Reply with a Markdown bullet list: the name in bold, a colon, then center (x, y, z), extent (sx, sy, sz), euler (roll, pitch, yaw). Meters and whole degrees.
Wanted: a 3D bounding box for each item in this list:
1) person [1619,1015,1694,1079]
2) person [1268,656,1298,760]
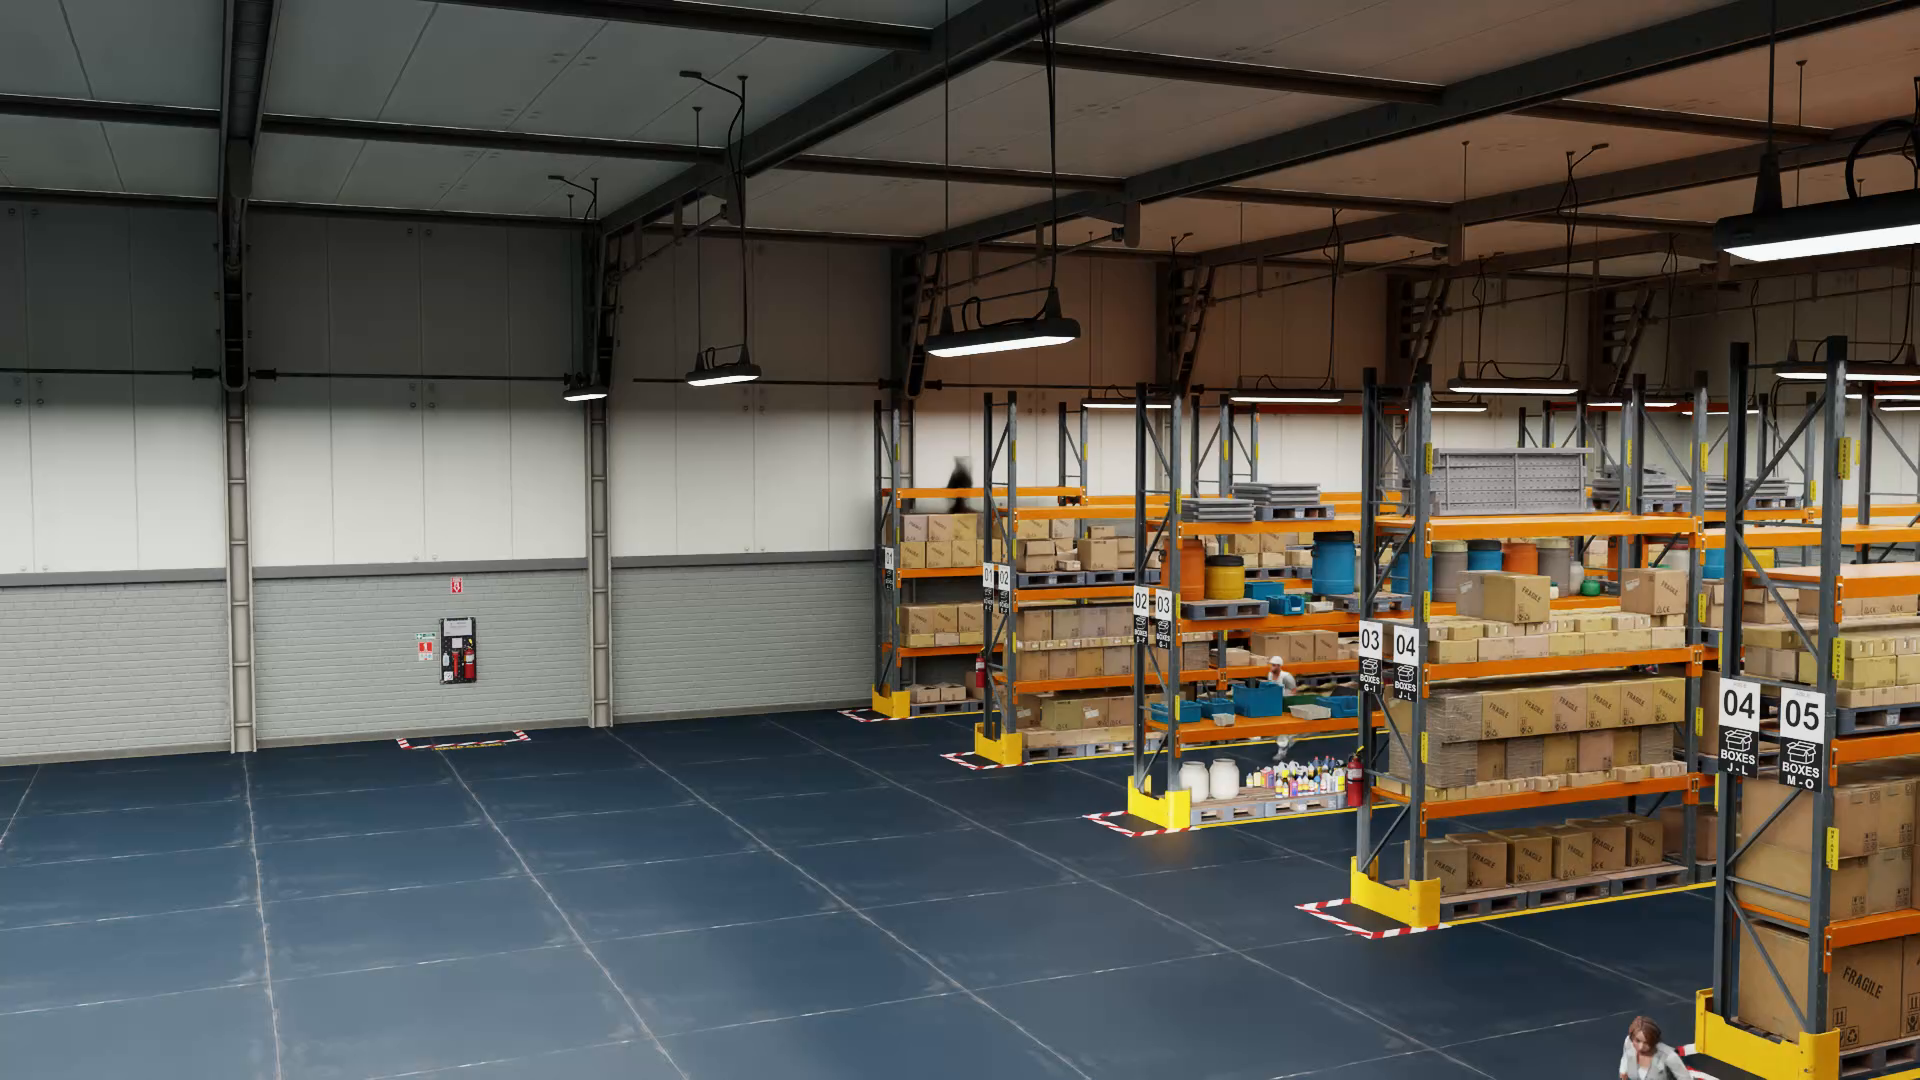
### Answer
- **person**: center (4.689, 3.791, 11.056), extent (0.976, 1.456, 0.521), euler (-3, 5, -43)
- **person**: center (5.271, 2.730, 27.136), extent (0.717, 1.709, 0.628), euler (-3, 5, -45)
